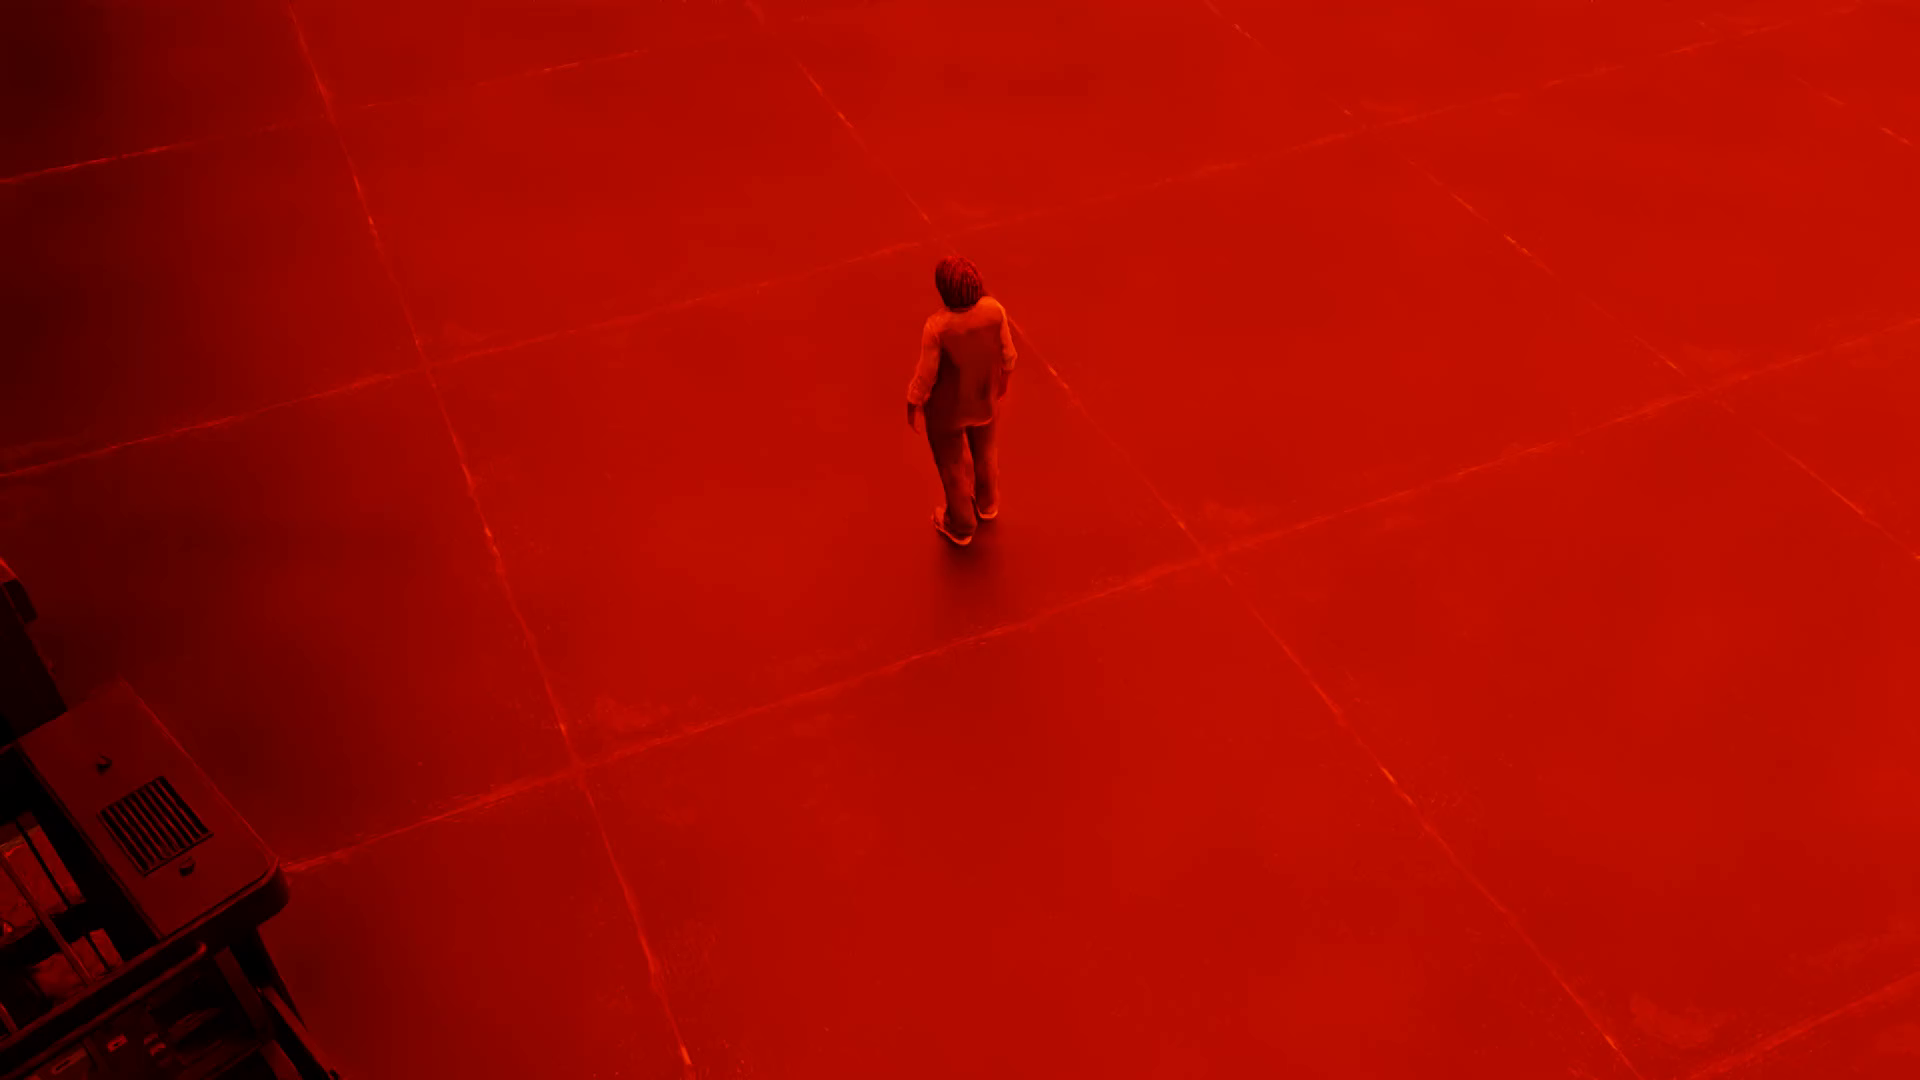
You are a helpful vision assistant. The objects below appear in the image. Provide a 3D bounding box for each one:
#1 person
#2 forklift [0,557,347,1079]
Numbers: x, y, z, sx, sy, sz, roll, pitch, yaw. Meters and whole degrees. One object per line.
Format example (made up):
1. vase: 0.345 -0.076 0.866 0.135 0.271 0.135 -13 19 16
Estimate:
1. person: -0.018 -0.639 7.332 0.521 1.597 0.474 -18 46 -18
2. forklift: -2.107 1.470 4.105 1.130 2.935 3.031 -34 53 -31
